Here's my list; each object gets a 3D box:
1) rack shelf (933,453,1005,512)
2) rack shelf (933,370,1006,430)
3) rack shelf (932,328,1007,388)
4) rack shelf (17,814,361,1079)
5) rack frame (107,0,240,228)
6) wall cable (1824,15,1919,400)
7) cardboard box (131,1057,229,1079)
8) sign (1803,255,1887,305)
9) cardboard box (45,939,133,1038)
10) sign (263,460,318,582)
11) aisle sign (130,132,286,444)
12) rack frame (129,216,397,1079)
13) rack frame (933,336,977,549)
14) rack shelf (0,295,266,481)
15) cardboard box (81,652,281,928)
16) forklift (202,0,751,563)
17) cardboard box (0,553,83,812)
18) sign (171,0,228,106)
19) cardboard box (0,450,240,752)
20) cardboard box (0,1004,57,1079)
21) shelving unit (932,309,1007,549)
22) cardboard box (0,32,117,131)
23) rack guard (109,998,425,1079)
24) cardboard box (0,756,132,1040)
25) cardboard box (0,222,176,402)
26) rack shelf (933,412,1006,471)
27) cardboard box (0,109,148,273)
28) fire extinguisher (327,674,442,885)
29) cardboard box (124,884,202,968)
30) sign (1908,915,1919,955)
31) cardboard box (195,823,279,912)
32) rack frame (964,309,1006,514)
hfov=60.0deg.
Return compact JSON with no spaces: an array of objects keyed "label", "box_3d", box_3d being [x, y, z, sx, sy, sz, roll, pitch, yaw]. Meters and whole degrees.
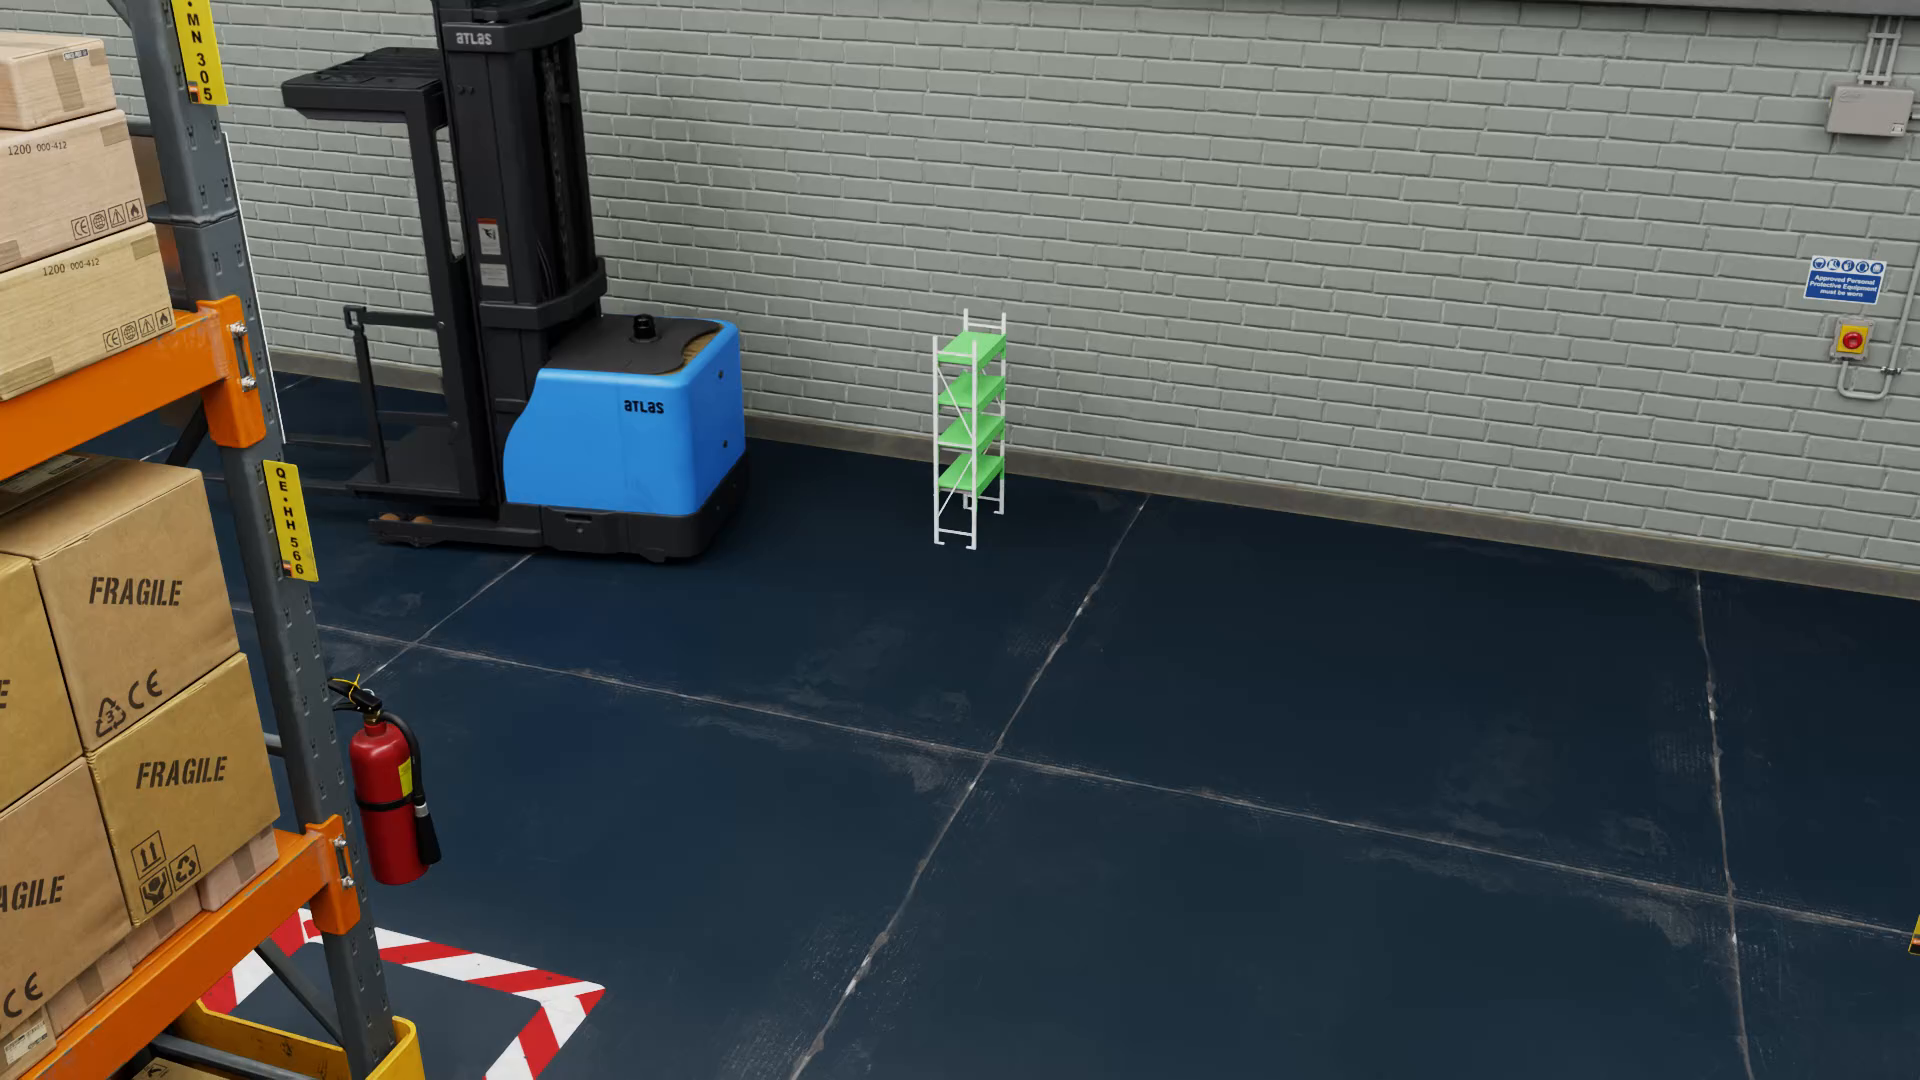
[{"label":"rack shelf","box_3d":[0.055,-0.335,9.261,0.258,0.148,0.480,9,27,17]},{"label":"rack shelf","box_3d":[0.055,-0.767,9.052,0.258,0.148,0.480,9,27,17]},{"label":"rack shelf","box_3d":[0.055,-0.983,8.948,0.258,0.148,0.480,9,27,17]},{"label":"rack shelf","box_3d":[-2.877,1.674,3.175,1.077,0.370,4.000,9,27,17]},{"label":"rack frame","box_3d":[-2.211,-2.172,3.409,1.000,3.000,0.127,9,27,17]},{"label":"wall cable","box_3d":[4.345,-1.587,7.884,0.585,1.953,0.123,9,27,17]},{"label":"cardboard box","box_3d":[-2.148,1.609,4.591,0.380,0.149,0.250,9,27,18]},{"label":"sign","box_3d":[4.320,-1.269,8.120,0.327,0.218,0.001,9,27,17]},{"label":"cardboard box","box_3d":[-2.240,1.019,3.992,0.380,0.149,0.250,8,27,17]},{"label":"sign","box_3d":[-1.694,-0.046,4.212,0.100,0.325,0.005,9,27,17]},{"label":"aisle sign","box_3d":[-1.904,-0.628,4.122,0.394,0.787,0.004,9,27,17]},{"label":"rack frame","box_3d":[-2.211,0.529,4.716,1.000,3.000,0.127,9,27,17]},{"label":"rack frame","box_3d":[-0.026,-0.508,8.922,0.240,1.200,0.015,9,27,17]},{"label":"rack shelf","box_3d":[-2.877,0.324,2.522,1.077,0.370,4.000,9,27,17]},{"label":"cardboard box","box_3d":[-2.118,0.572,4.171,0.500,0.500,0.500,9,27,18]},{"label":"forklift","box_3d":[-2.792,-1.499,8.982,3.031,2.935,1.130,5,26,10]},{"label":"cardboard box","box_3d":[-2.297,0.332,3.519,0.500,0.500,0.500,8,27,16]},{"label":"sign","box_3d":[-1.694,-1.131,3.686,0.100,0.325,0.005,9,27,17]},{"label":"cardboard box","box_3d":[-2.129,0.124,3.949,0.500,0.500,0.500,8,27,16]},{"label":"cardboard box","box_3d":[-2.303,1.127,3.769,0.380,0.149,0.250,9,27,19]},{"label":"shelving unit","box_3d":[0.055,-0.608,9.129,0.258,1.200,0.503,9,27,17]},{"label":"cardboard box","box_3d":[-2.045,-0.979,3.529,0.380,0.149,0.250,9,27,17]},{"label":"rack guard","box_3d":[-2.236,1.685,5.196,1.175,0.500,0.348,9,27,17]},{"label":"cardboard box","box_3d":[-2.294,0.783,3.736,0.500,0.500,0.500,8,27,17]},{"label":"cardboard box","box_3d":[-2.113,-0.529,3.630,0.500,0.250,0.500,8,27,16]},{"label":"rack shelf","box_3d":[0.055,-0.551,9.157,0.258,0.148,0.480,9,27,17]},{"label":"cardboard box","box_3d":[-2.124,-0.753,3.519,0.500,0.250,0.500,8,27,16]},{"label":"fire extinguisher","box_3d":[-1.692,0.695,4.890,0.296,0.674,0.183,9,27,17]},{"label":"cardboard box","box_3d":[-2.171,0.913,4.210,0.380,0.149,0.250,9,27,17]},{"label":"sign","box_3d":[1.969,0.697,3.285,0.100,0.325,0.005,9,27,17]},{"label":"cardboard box","box_3d":[-2.053,0.817,4.410,0.380,0.149,0.250,9,27,18]},{"label":"rack frame","box_3d":[0.136,-0.708,9.336,0.240,1.200,0.015,9,27,17]}]
